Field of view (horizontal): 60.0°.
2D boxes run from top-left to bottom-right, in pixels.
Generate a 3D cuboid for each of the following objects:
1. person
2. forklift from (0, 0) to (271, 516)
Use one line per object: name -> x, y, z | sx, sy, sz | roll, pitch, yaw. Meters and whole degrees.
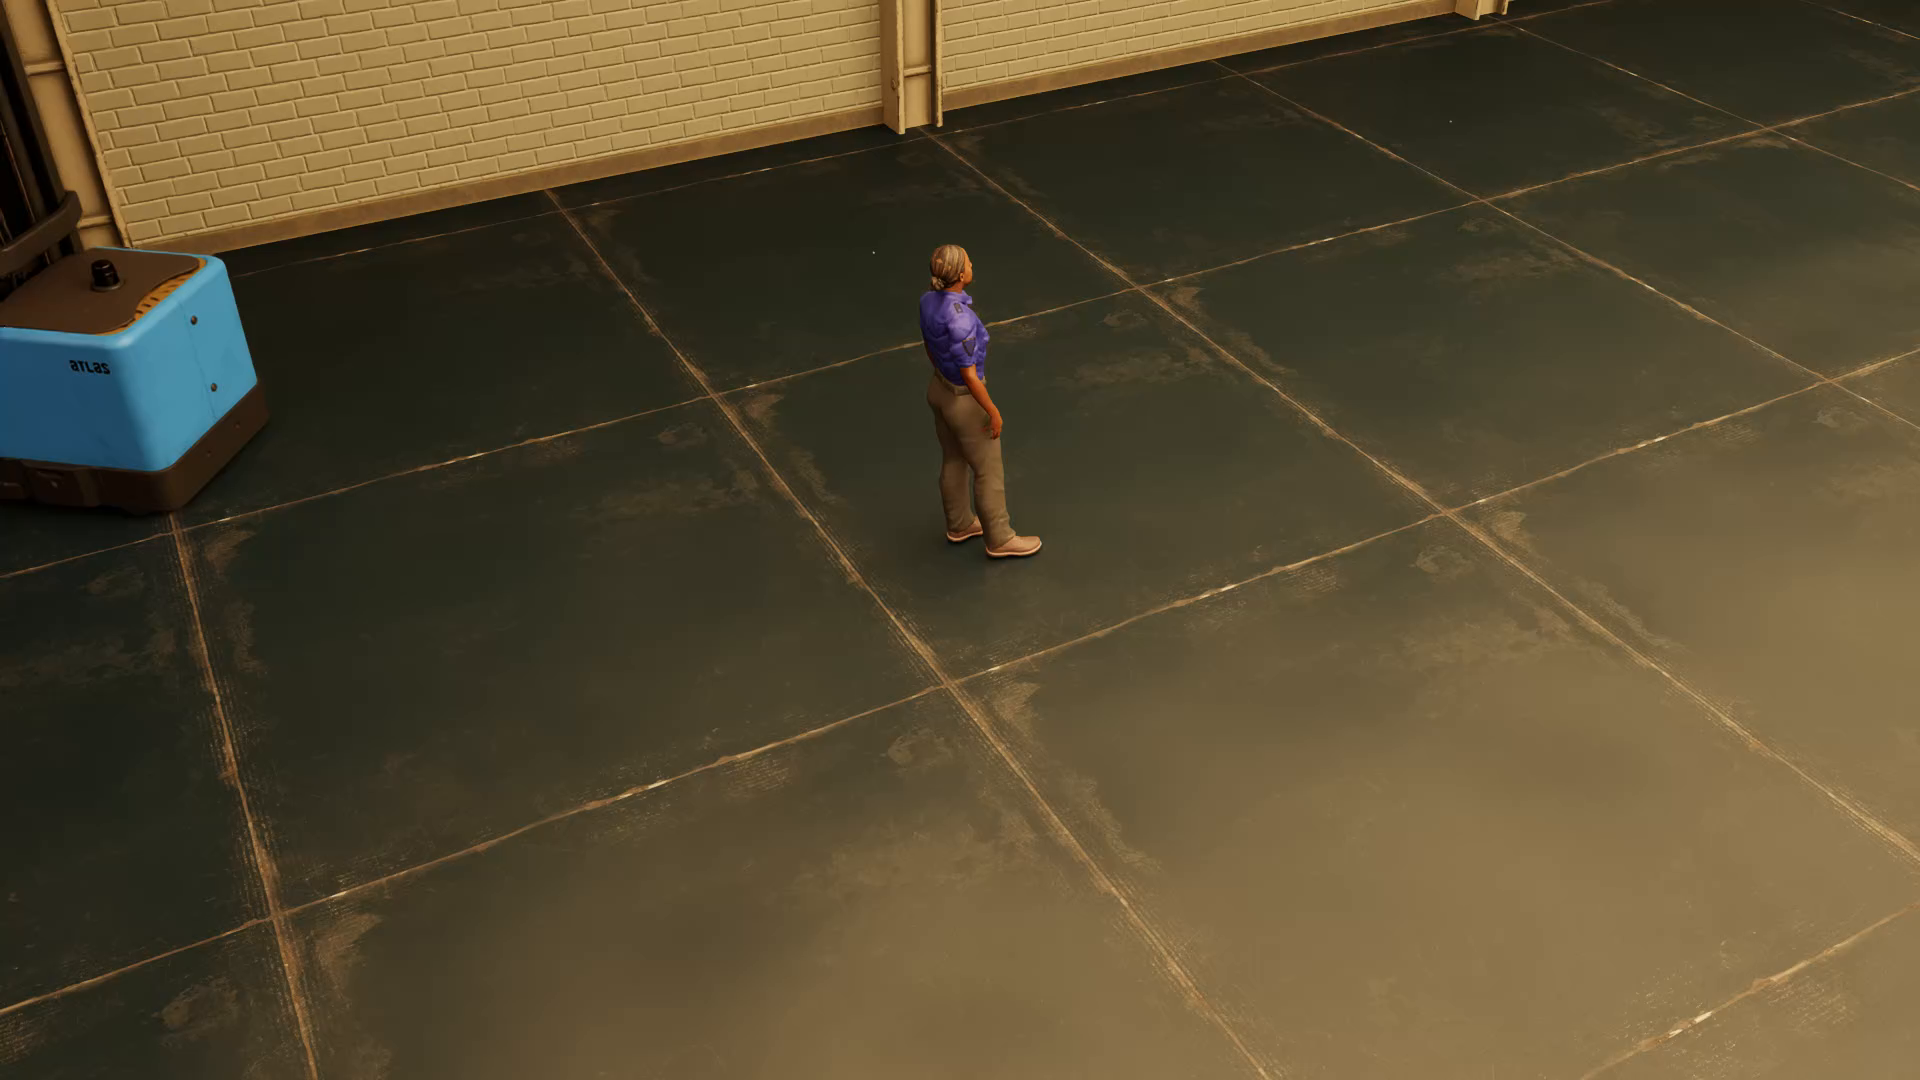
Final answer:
person -> 0.087, -0.695, 8.200 | 0.503, 1.656, 0.569 | -17, 39, -23
forklift -> -5.513, -1.727, 8.566 | 3.031, 2.935, 1.130 | 6, 36, 8
